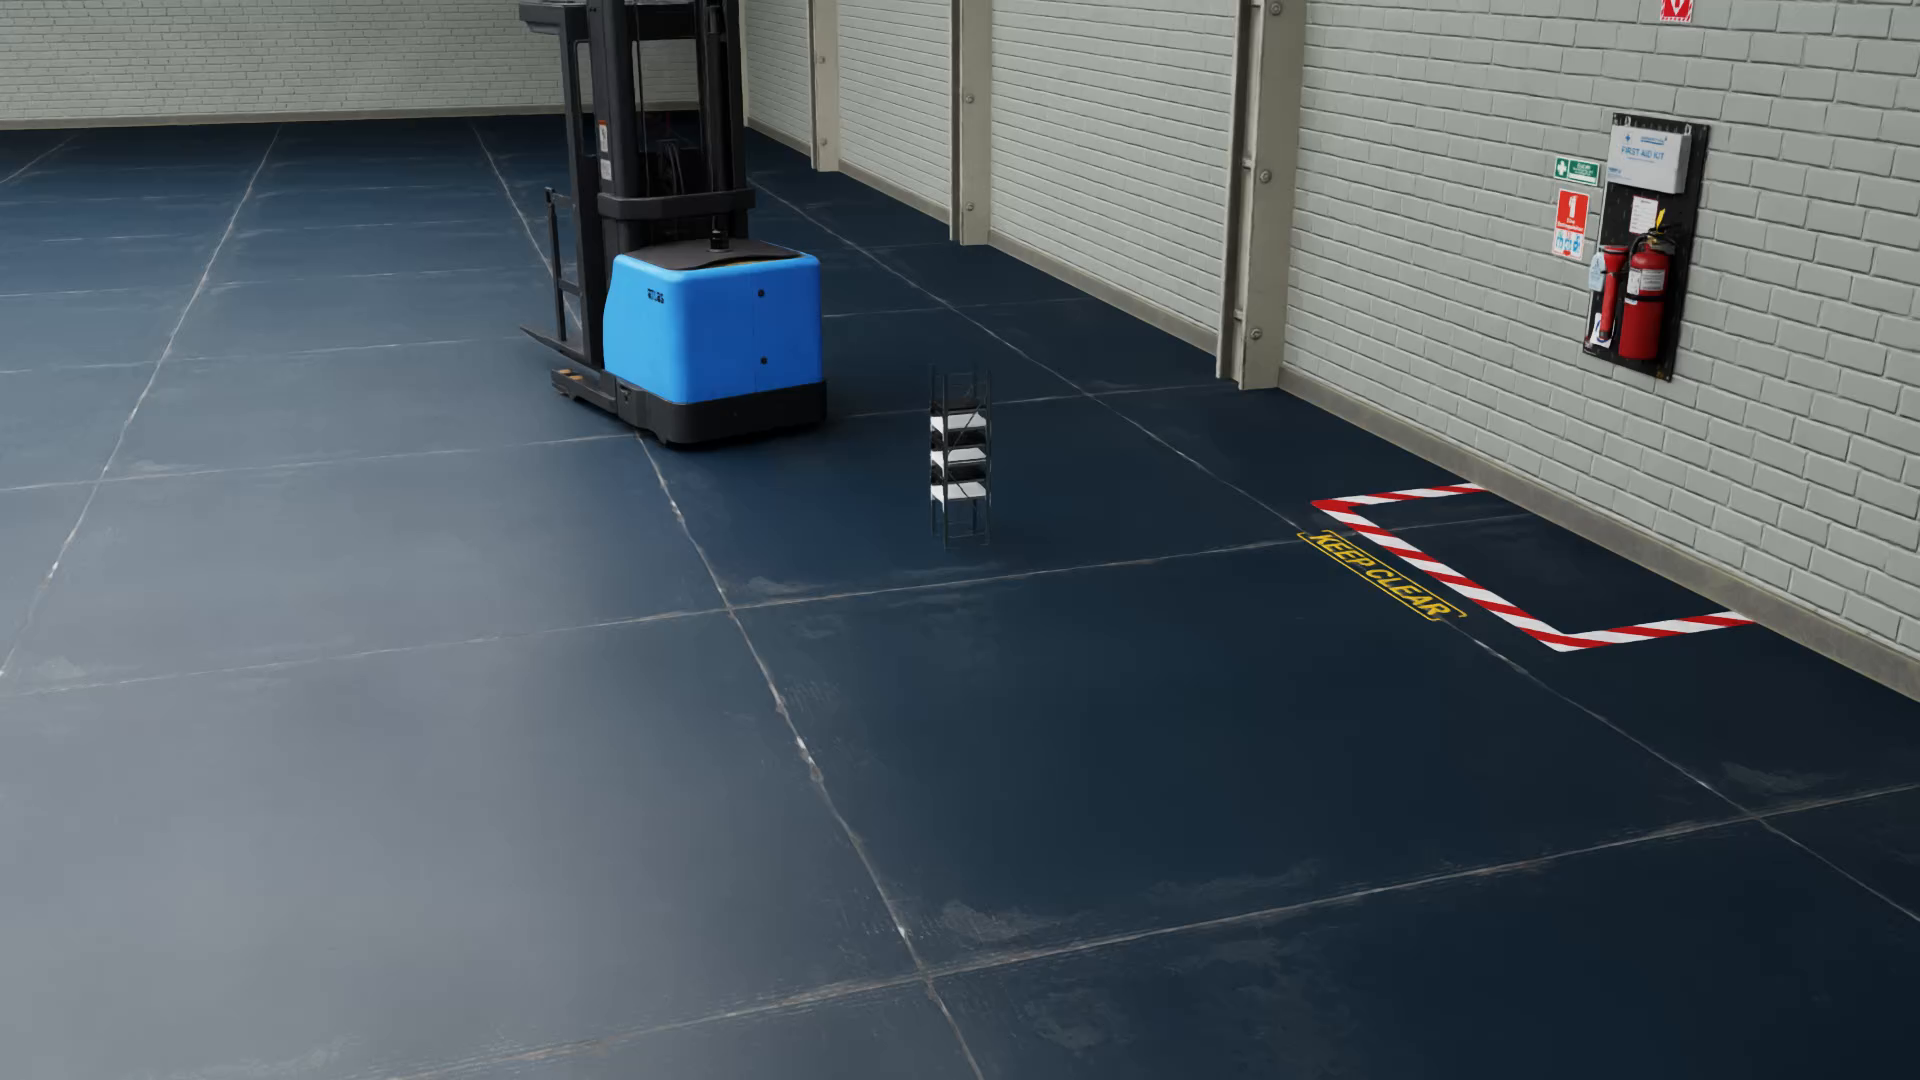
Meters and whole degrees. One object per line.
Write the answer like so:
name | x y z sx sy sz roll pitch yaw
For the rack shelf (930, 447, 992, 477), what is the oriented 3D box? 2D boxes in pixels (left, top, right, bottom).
rack shelf | 0.003 -0.390 8.268 0.258 0.077 0.200 -6 21 -17

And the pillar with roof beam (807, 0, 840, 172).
pillar with roof beam | -5.870 -8.721 19.385 9.100 9.000 0.400 -6 21 -17

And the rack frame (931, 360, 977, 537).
rack frame | -0.029 -0.454 8.348 0.240 0.900 0.006 -6 21 -17

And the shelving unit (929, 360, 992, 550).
shelving unit | 0.003 -0.421 8.257 0.258 0.900 0.210 -6 21 -17

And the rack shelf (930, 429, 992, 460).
rack shelf | 0.003 -0.474 8.238 0.258 0.077 0.200 -6 21 -17

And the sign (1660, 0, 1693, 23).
sign | 3.225 -2.480 7.455 0.001 0.298 0.199 -6 21 -17

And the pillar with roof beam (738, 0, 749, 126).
pillar with roof beam | -7.756 -10.647 24.746 9.100 9.000 0.400 -6 21 -17

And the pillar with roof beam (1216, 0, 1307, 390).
pillar with roof beam | -2.099 -4.870 8.664 9.100 9.000 0.400 -6 21 -17

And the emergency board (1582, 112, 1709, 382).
emergency board | 3.133 -1.376 7.810 0.194 1.169 0.643 -6 21 -17

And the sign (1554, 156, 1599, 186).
sign | 3.051 -1.828 8.232 0.001 0.109 0.331 -6 21 -17

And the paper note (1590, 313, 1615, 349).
paper note | 3.143 -1.026 8.137 0.016 0.148 0.142 -6 21 -17

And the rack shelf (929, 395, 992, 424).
rack shelf | 0.003 -0.644 8.177 0.258 0.077 0.200 -6 21 -17

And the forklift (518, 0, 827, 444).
forklift | -2.080 -2.385 10.722 1.130 2.935 3.031 -13 24 -33

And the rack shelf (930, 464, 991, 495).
rack shelf | 0.003 -0.305 8.299 0.258 0.077 0.200 -6 21 -17

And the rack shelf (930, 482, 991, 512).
rack shelf | 0.003 -0.220 8.329 0.258 0.077 0.200 -6 21 -17

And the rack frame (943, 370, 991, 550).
rack frame | 0.034 -0.388 8.166 0.240 0.900 0.006 -6 21 -17

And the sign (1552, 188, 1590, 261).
sign | 3.058 -1.581 8.328 0.001 0.329 0.234 -6 21 -17

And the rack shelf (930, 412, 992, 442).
rack shelf | 0.003 -0.559 8.208 0.258 0.077 0.200 -6 21 -17

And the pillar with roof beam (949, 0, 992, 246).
pillar with roof beam | -3.985 -6.796 14.024 9.100 9.000 0.400 -6 21 -17
